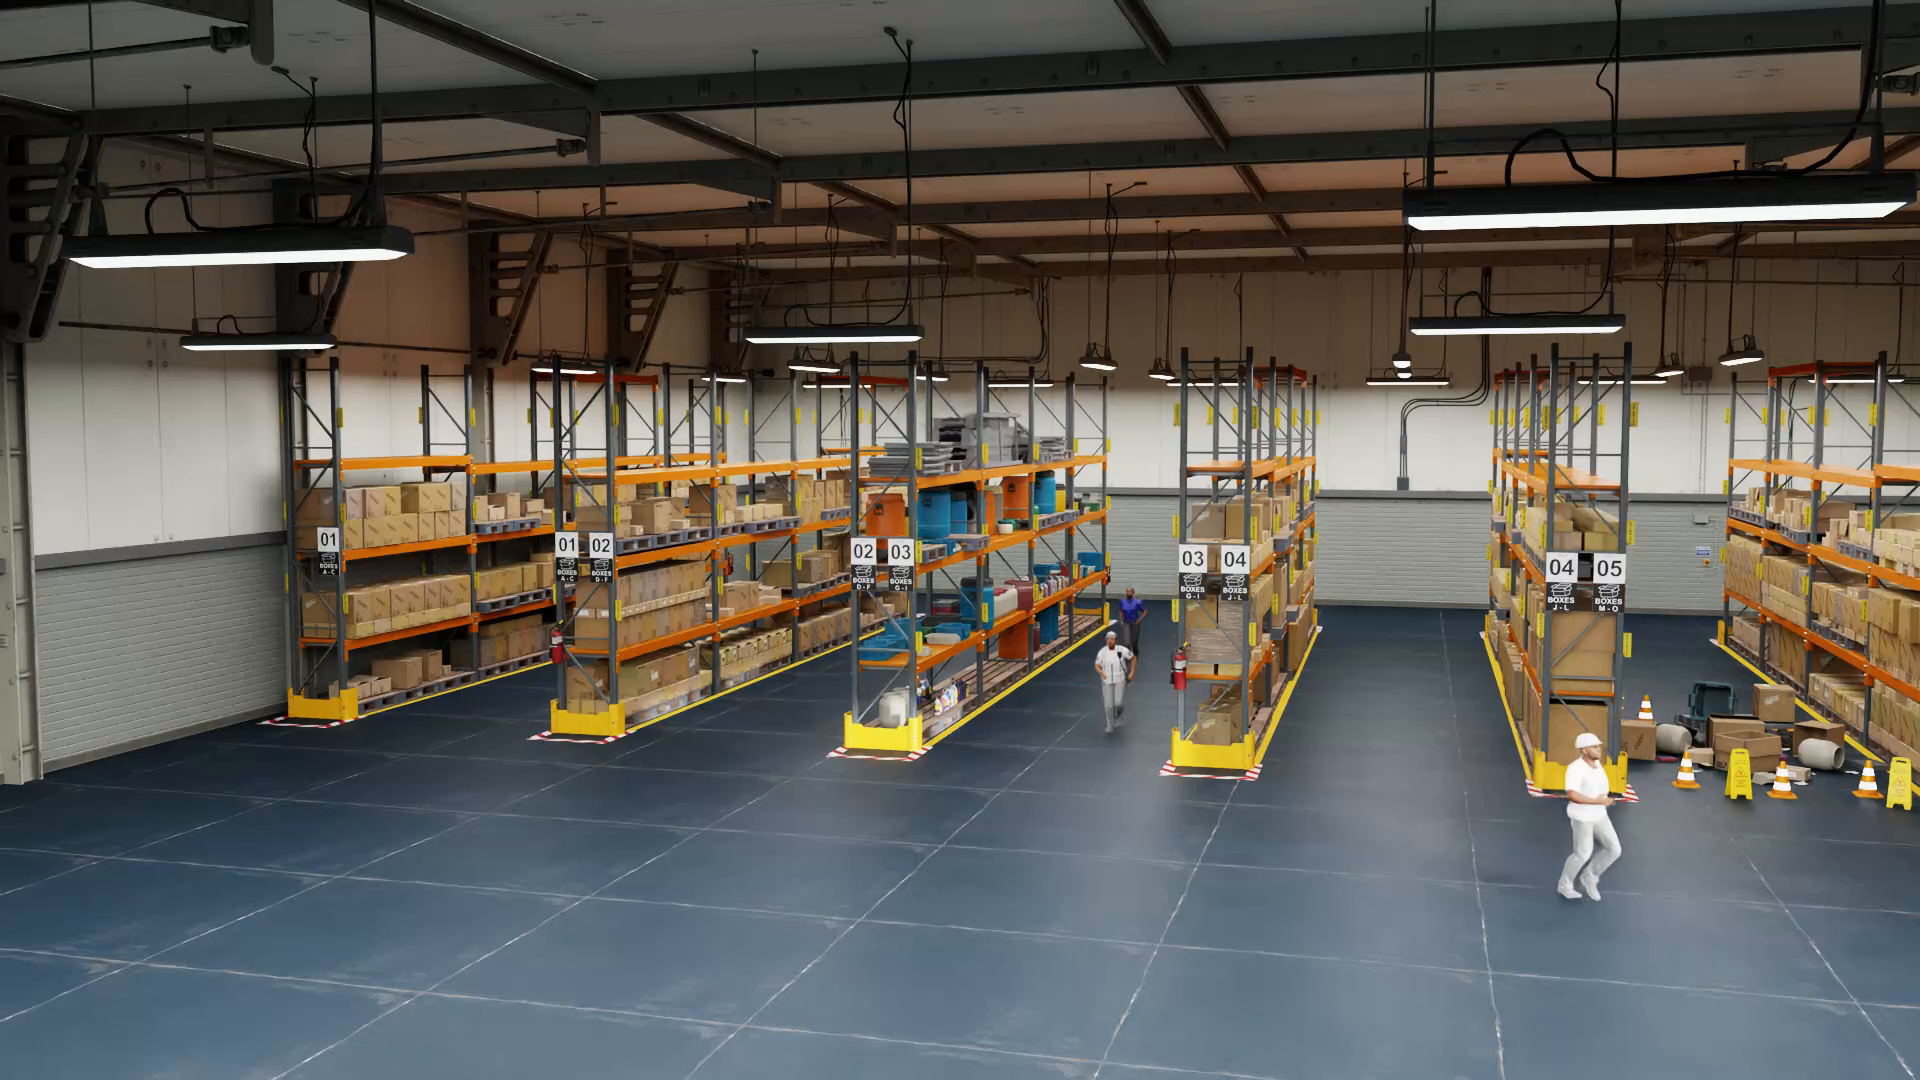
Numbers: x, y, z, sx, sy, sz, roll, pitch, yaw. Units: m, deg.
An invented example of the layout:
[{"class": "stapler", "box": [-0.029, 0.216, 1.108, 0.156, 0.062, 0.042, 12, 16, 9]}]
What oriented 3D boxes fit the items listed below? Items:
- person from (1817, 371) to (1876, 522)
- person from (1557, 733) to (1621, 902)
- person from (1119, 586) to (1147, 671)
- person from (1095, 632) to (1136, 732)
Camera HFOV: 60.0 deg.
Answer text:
[{"class": "person", "box": [14.525, -0.372, 33.606, 3.678, 5.794, 9.930, -2, 5, -27]}, {"class": "person", "box": [6.486, 2.864, 17.106, 0.741, 1.772, 0.666, -3, 5, -37]}, {"class": "person", "box": [3.450, 1.762, 33.222, 0.583, 1.695, 0.708, 1, 4, 18]}, {"class": "person", "box": [2.445, 2.256, 26.313, 0.628, 1.622, 0.697, 1, 4, 15]}]
